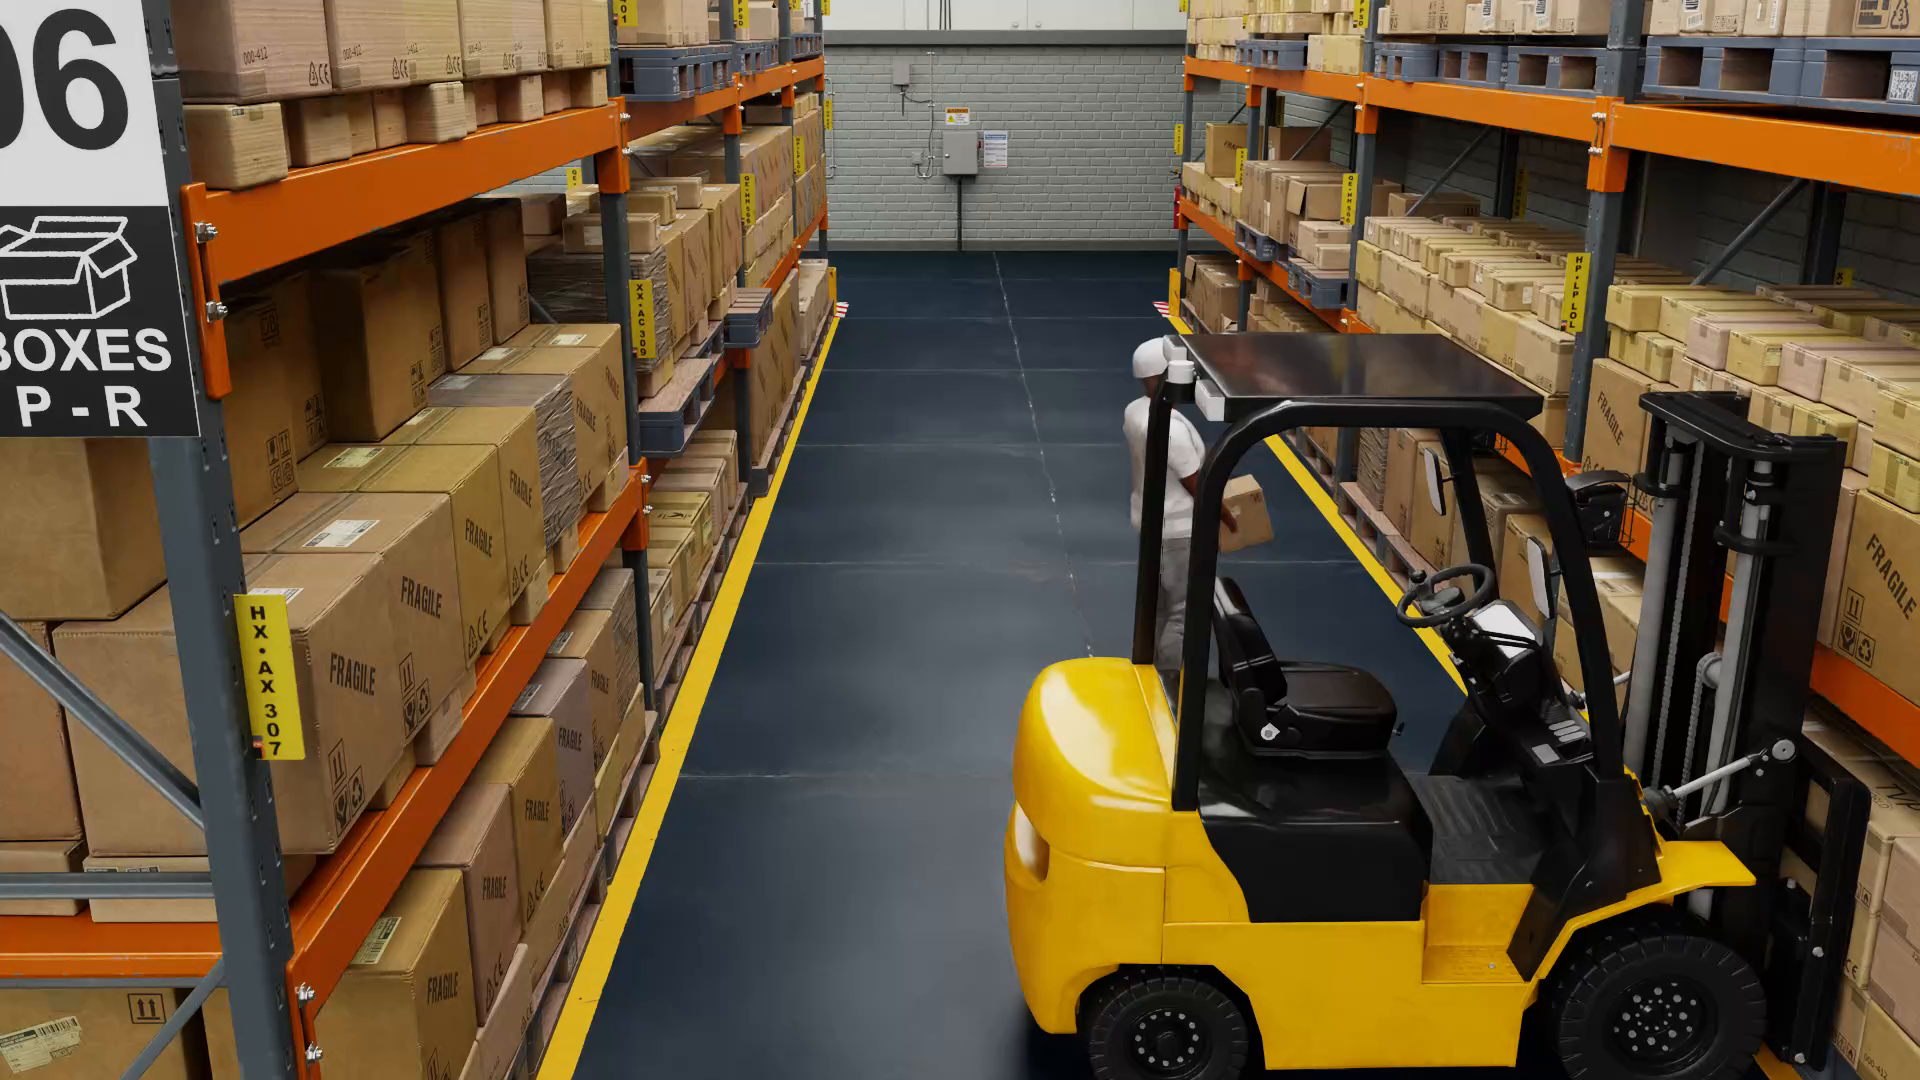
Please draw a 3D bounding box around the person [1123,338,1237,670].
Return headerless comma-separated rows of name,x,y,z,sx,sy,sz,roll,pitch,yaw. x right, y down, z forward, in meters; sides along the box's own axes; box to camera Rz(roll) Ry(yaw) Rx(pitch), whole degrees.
person,1.038,-0.052,7.674,0.559,1.767,0.542,-3,17,-9
